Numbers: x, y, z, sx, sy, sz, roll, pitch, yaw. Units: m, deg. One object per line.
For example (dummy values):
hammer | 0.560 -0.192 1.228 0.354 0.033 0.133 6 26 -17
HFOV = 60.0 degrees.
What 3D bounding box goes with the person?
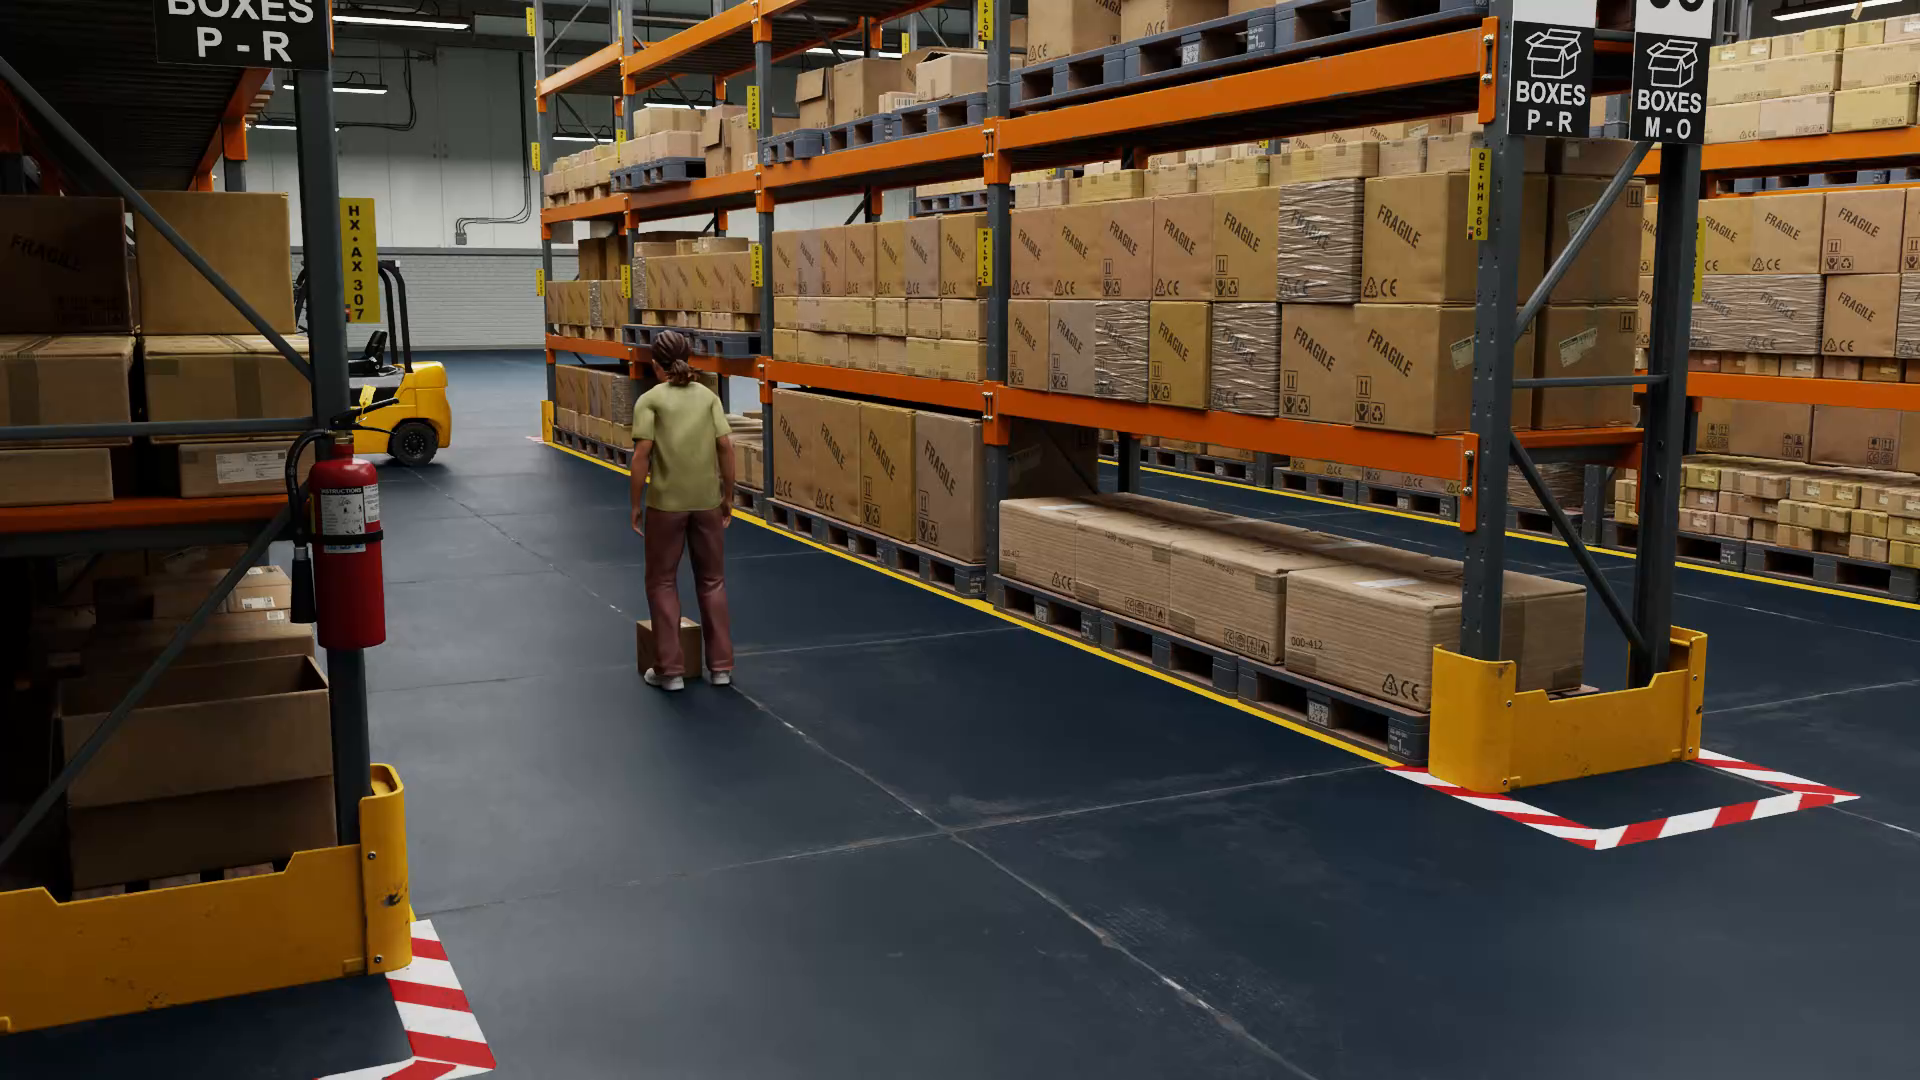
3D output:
person | -1.302 -0.141 7.781 0.503 1.672 0.352 -4 10 -27
